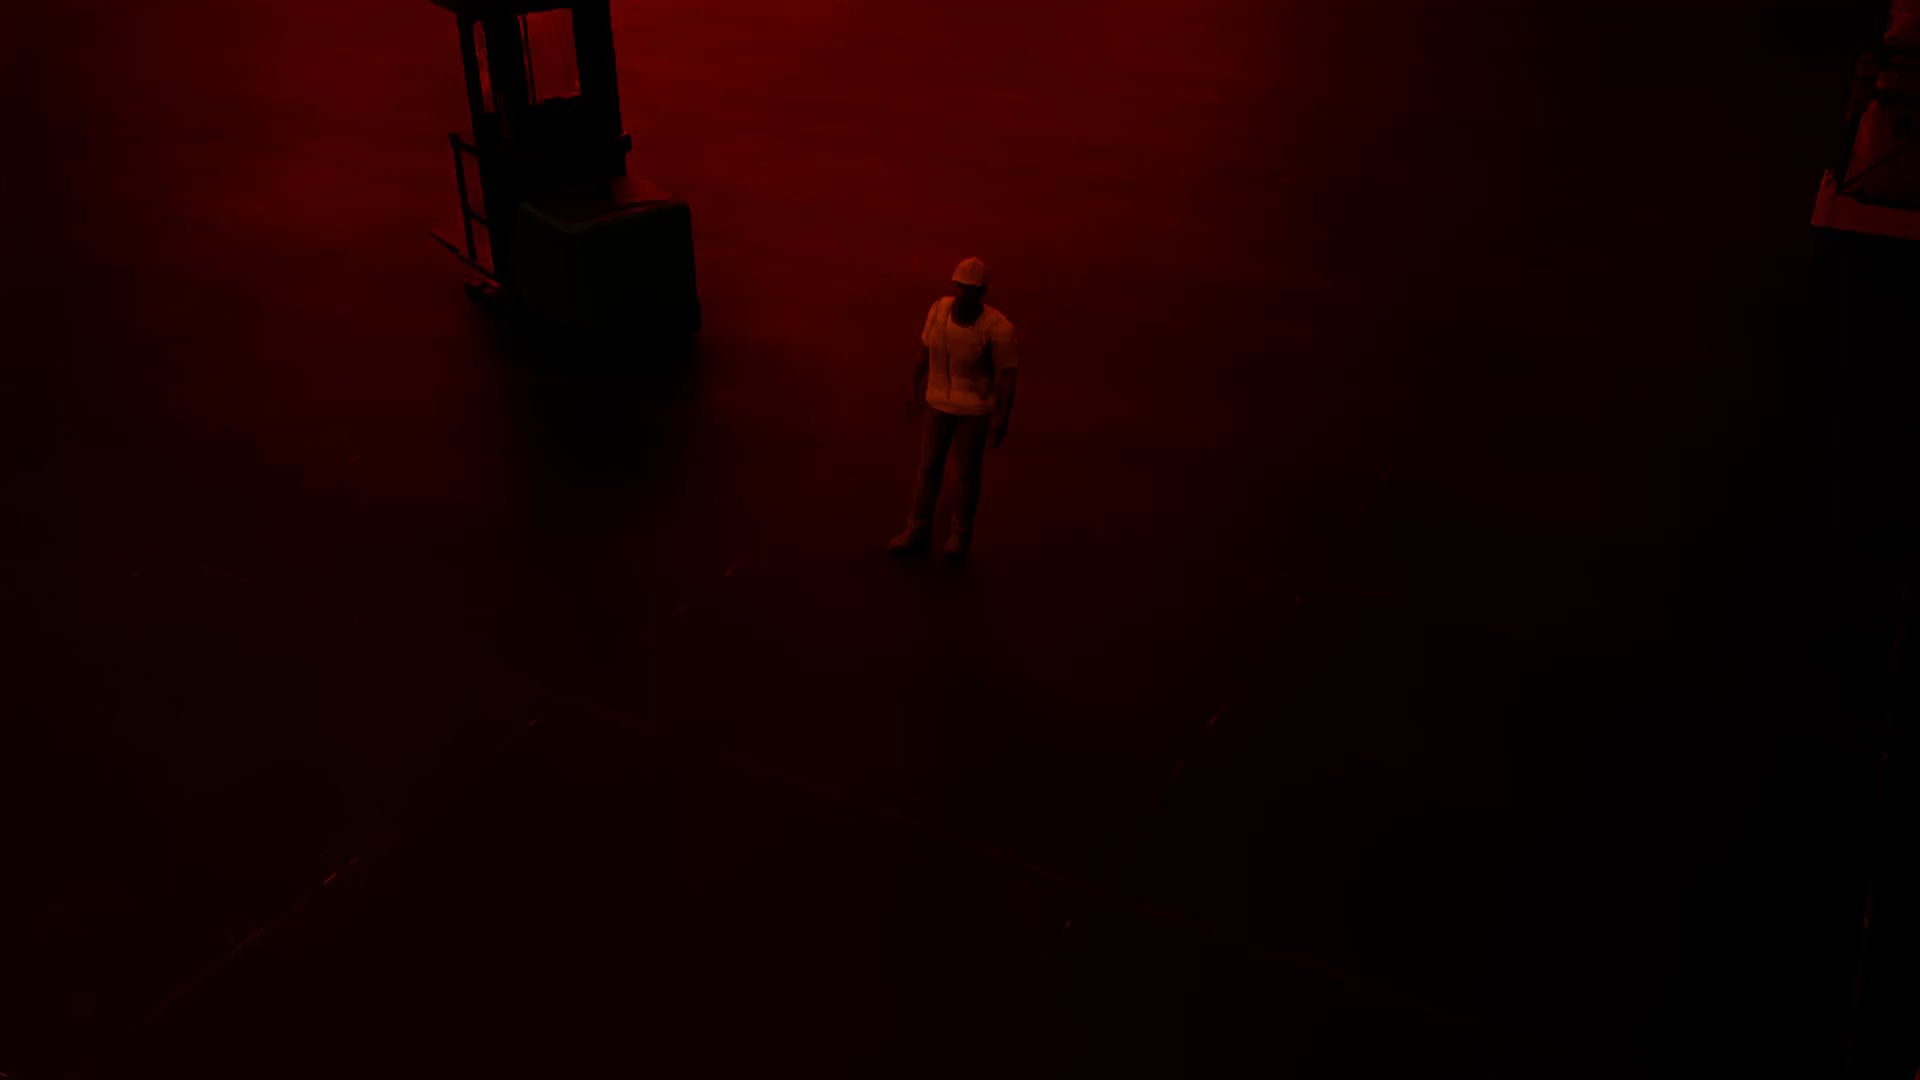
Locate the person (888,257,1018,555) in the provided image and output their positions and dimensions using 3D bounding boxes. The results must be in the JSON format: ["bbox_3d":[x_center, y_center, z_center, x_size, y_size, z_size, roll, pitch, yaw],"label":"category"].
[{"bbox_3d":[-0.038,-0.742,9.507,0.665,1.766,0.576,15,33,25],"label":"person"}]

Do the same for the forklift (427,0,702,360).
[{"bbox_3d":[-3.300,-3.245,12.693,1.130,2.935,3.031,-23,37,-34],"label":"forklift"}]
